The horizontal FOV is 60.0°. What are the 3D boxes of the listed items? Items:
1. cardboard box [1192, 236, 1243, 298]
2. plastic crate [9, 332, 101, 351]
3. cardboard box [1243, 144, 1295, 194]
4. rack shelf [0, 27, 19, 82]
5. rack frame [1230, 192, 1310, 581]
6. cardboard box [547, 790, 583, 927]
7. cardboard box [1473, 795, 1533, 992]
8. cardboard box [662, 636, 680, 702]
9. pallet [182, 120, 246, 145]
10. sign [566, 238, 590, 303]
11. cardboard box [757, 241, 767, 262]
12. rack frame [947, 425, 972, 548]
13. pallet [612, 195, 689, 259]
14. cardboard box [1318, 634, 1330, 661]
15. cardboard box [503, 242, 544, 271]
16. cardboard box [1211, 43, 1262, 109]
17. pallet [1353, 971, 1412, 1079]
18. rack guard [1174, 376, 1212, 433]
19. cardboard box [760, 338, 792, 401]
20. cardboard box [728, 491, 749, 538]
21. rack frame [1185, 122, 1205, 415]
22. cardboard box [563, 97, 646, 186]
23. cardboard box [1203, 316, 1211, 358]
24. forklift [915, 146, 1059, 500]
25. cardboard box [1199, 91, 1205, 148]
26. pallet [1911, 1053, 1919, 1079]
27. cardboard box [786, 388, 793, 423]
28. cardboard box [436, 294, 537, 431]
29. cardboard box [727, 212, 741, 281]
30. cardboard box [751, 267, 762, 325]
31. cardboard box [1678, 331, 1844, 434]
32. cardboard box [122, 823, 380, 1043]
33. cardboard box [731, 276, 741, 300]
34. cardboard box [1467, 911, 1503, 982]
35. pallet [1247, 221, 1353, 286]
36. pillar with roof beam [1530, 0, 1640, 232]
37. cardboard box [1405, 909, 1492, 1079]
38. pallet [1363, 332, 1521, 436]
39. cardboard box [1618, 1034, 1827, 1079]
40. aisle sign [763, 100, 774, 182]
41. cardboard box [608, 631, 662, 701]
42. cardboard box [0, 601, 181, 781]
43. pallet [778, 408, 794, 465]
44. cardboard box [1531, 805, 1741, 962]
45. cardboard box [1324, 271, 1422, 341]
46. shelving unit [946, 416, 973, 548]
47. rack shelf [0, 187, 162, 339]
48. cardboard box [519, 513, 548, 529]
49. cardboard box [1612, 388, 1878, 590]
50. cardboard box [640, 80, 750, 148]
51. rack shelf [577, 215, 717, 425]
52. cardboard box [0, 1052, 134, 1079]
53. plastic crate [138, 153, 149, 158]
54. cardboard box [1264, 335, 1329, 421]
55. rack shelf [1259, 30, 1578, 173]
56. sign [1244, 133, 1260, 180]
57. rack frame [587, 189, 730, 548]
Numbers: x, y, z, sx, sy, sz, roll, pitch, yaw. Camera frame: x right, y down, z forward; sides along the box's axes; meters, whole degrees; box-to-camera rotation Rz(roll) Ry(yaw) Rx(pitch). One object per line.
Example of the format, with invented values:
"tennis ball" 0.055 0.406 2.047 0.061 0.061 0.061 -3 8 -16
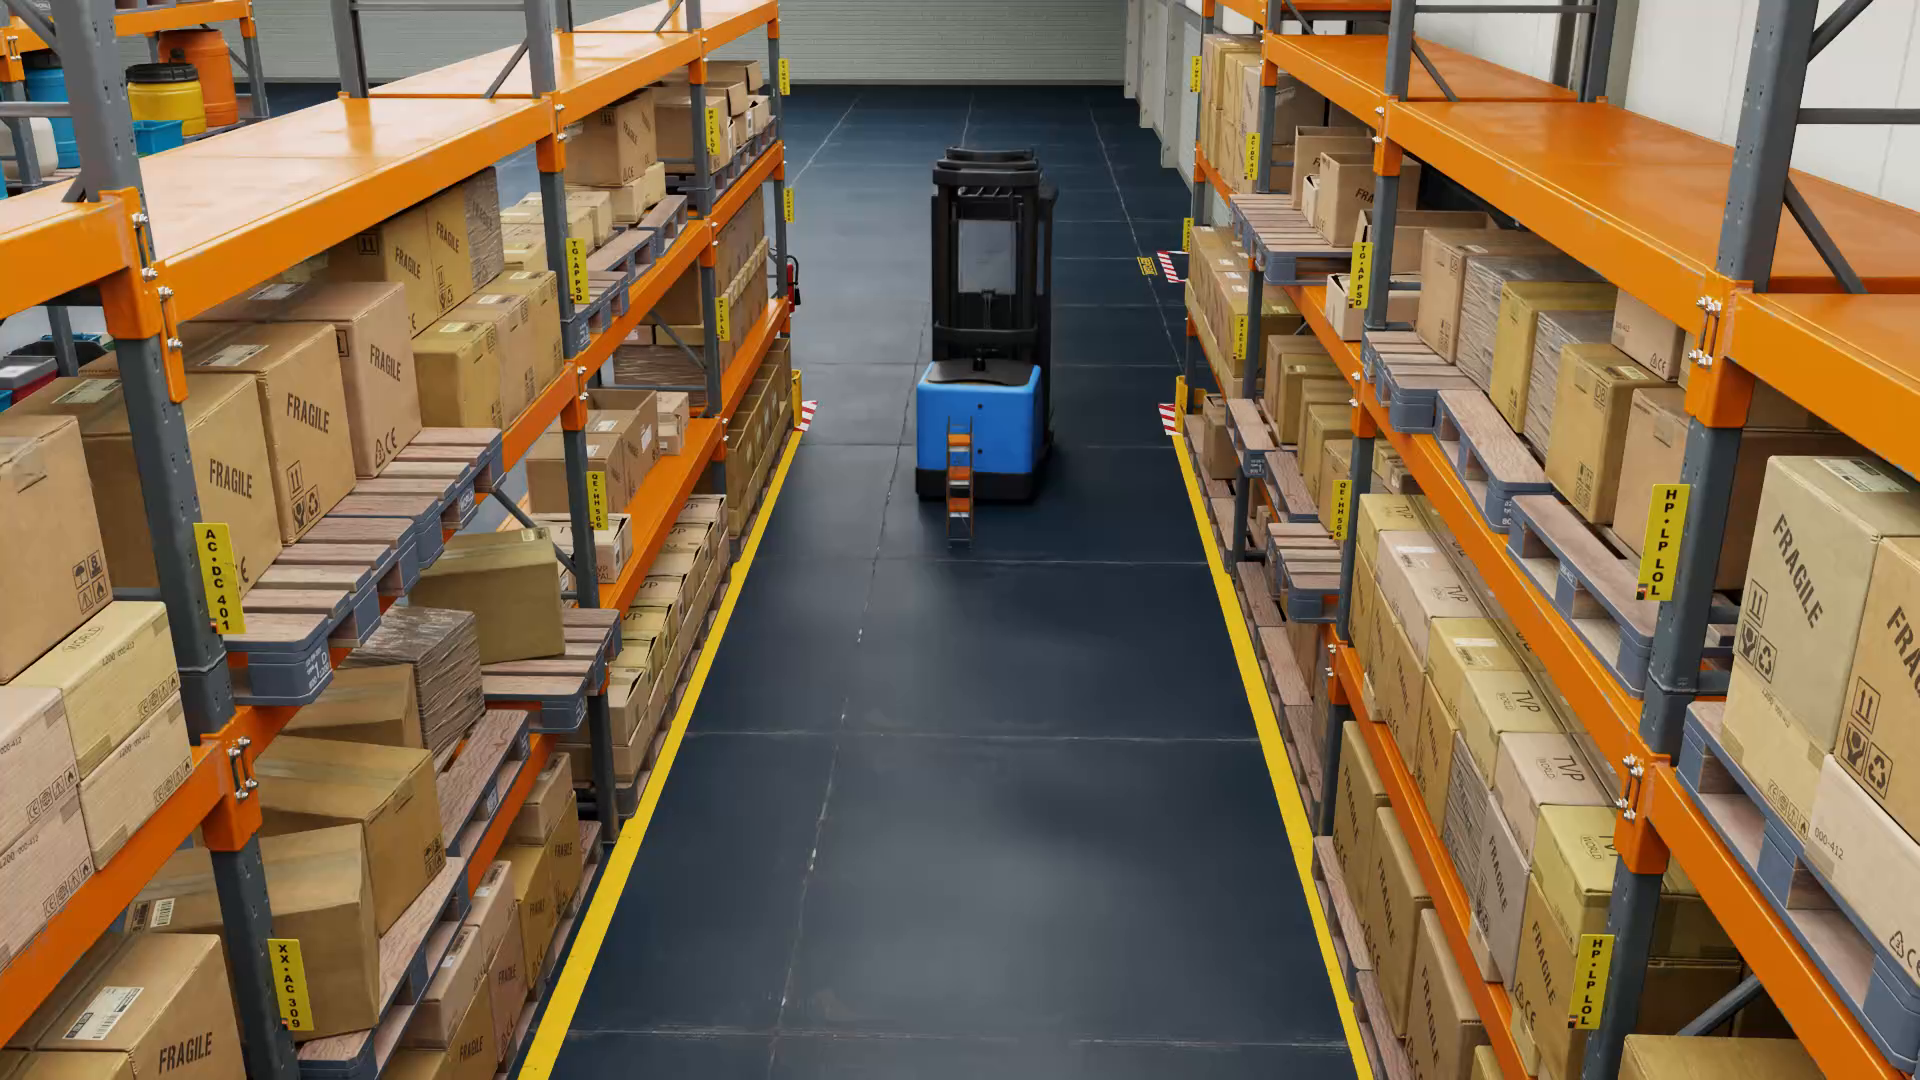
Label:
"cardboard box" 2.412 -2.483 15.218 0.500 0.500 0.500 1 21 2
"plastic crate" -7.510 -1.538 13.846 0.499 0.251 0.616 1 21 2
"cardboard box" 2.398 -2.736 12.415 0.500 0.500 0.500 1 21 3
"rack shelf" -7.333 -2.756 10.034 1.077 0.370 4.000 1 21 2
"rack frame" 2.630 -1.096 12.499 1.000 3.000 0.127 1 21 2
"cardboard box" -2.237 1.599 8.403 0.500 0.500 0.500 1 21 4
"cardboard box" 2.154 1.248 5.882 0.500 0.500 0.500 1 21 2
"cardboard box" -2.109 0.828 10.763 0.500 0.250 0.500 0 21 0
"pallet" -7.274 -3.663 15.231 1.003 0.211 1.213 1 21 2
"sign" -1.901 -1.335 8.255 0.100 0.325 0.005 1 21 2
"cardboard box" -2.028 -2.709 15.623 0.380 0.149 0.250 1 21 3
"rack frame" -0.005 -0.426 13.469 0.200 1.050 0.008 1 21 2
"pallet" -2.335 -2.139 11.306 0.805 0.209 1.217 0 21 -1
"cardboard box" 2.610 0.865 10.293 0.700 0.500 0.500 1 21 2
"cardboard box" -2.486 -1.391 8.742 0.500 0.250 0.500 -1 21 -2
"cardboard box" 2.427 -3.959 14.185 0.500 0.500 0.500 1 21 3
"pallet" 2.369 2.375 7.410 1.003 0.211 1.213 1 21 2
"rack guard" 2.749 -1.349 16.608 1.175 0.500 0.348 1 21 2
"cardboard box" -1.919 -1.661 16.141 0.500 0.500 0.500 1 21 2
"cardboard box" -2.004 -0.227 13.481 0.500 0.250 0.500 1 21 2
"rack frame" 2.752 -2.542 16.226 1.000 3.000 0.127 1 21 2
"cardboard box" -2.374 -2.594 10.804 0.500 0.500 0.500 3 21 7
"cardboard box" 2.379 -1.753 14.374 0.500 0.250 0.500 1 21 2
"forklift" 0.319 -2.211 15.470 1.130 2.935 3.031 3 21 7
"cardboard box" 2.492 -3.878 15.358 0.500 0.500 0.500 1 21 3
"pallet" 2.312 1.176 2.622 1.003 0.211 1.213 1 21 2
"cardboard box" -1.921 -1.312 16.277 0.500 0.250 0.500 1 21 2
"cardboard box" -2.438 -0.805 7.465 0.910 0.500 0.500 1 21 2
"cardboard box" -2.269 -2.505 14.200 0.700 0.500 0.500 1 21 2
"cardboard box" -2.238 -2.283 15.421 0.700 0.500 0.500 1 21 3
"cardboard box" 2.545 -0.519 5.085 0.500 0.250 0.500 2 21 5
"cardboard box" -2.327 1.333 5.522 0.700 0.500 0.500 -7 22 -17
"cardboard box" -2.076 -2.153 14.189 0.380 0.149 0.250 0 21 1
"cardboard box" 2.100 1.499 6.133 0.380 0.149 0.250 1 21 2
"pallet" 2.476 -1.809 10.452 1.213 0.211 1.003 1 21 2
"pillar with roof beam" -0.890 -2.954 8.995 9.100 9.000 0.400 1 21 2
"cardboard box" 2.301 2.046 6.795 0.750 0.750 0.750 1 21 3
"pallet" 2.542 -0.726 7.662 1.213 0.211 1.003 2 21 4
"cardboard box" 2.354 1.853 4.485 0.980 0.700 0.700 1 21 2
"aisle sign" -1.904 -3.827 15.946 0.394 0.787 0.004 1 21 2
"cardboard box" -2.126 0.746 10.198 0.500 0.311 0.500 0 21 0
"cardboard box" -2.308 0.361 4.115 0.500 0.250 0.500 1 21 2
"pallet" -2.181 -1.018 16.154 1.003 0.211 1.213 1 21 2
"cardboard box" 2.145 1.081 5.276 0.500 0.250 0.500 1 21 3
"cardboard box" 2.260 -1.279 8.920 0.500 0.311 0.500 1 21 2
"shelving unit" -0.002 -0.470 13.583 0.215 1.050 0.252 1 21 2
"rack shelf" -2.626 0.007 2.363 1.077 0.370 4.000 1 21 2
"cardboard box" -2.461 -0.047 10.144 0.380 0.149 0.250 2 21 6
"cardboard box" 2.523 -0.170 5.221 0.700 0.500 0.500 -1 21 -1
"cardboard box" -2.145 -3.450 13.504 0.797 0.503 0.637 3 21 8
"rack shelf" -2.382 -1.489 10.360 1.077 0.370 4.000 1 21 2
"cardboard box" -2.334 1.602 4.026 0.500 0.500 0.500 0 21 1
"plastic crate" -6.952 -3.072 13.738 0.336 0.188 0.450 1 21 2
"cardboard box" 2.581 -1.164 11.928 0.700 0.500 0.500 1 21 2
"rack shelf" 2.569 -2.647 9.753 1.077 0.370 4.000 1 21 2
"sign" 2.087 -2.738 11.871 0.100 0.325 0.005 1 21 2
"rack frame" -2.321 -1.149 12.636 1.000 3.000 0.127 1 21 2
